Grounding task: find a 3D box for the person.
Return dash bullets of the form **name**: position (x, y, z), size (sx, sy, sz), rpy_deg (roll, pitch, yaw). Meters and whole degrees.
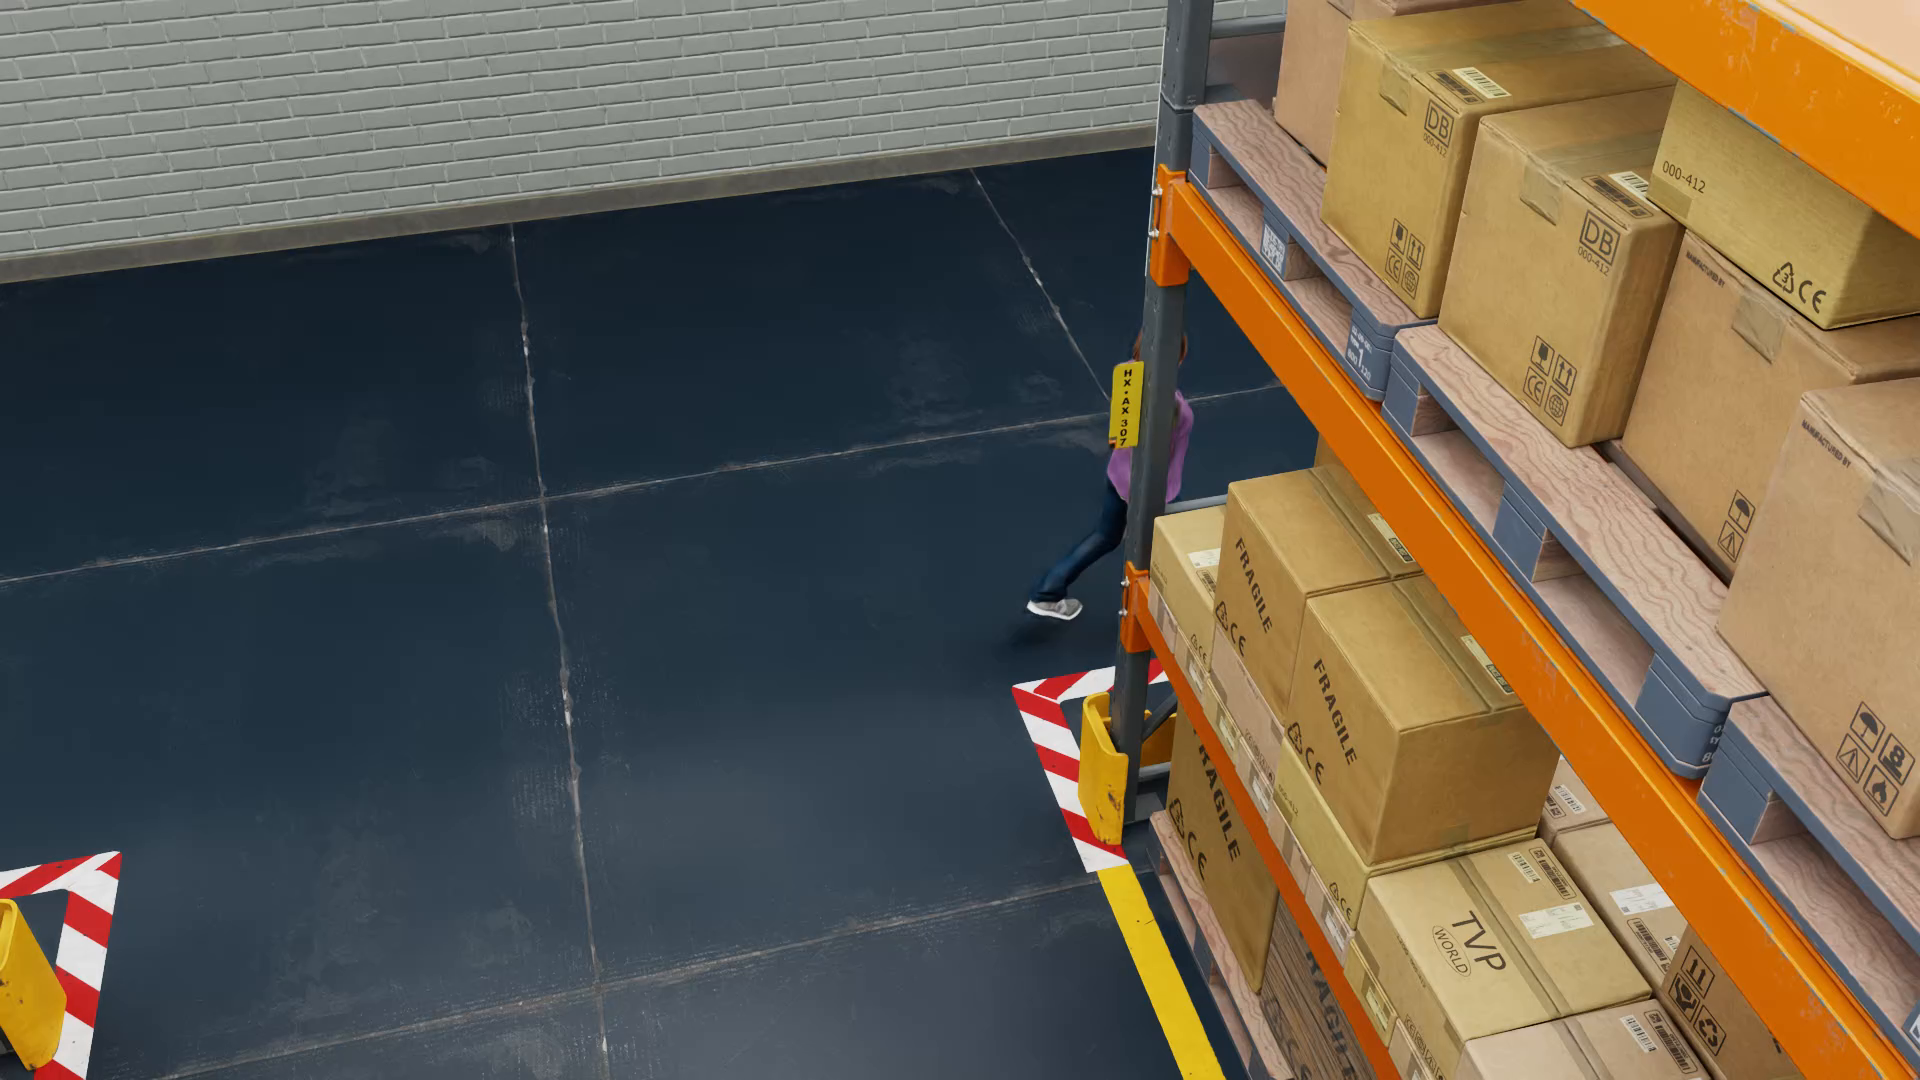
- **person**: position (0.765, -0.260, 7.045), size (0.955, 1.547, 0.442), rpy_deg (-12, 40, -14)
